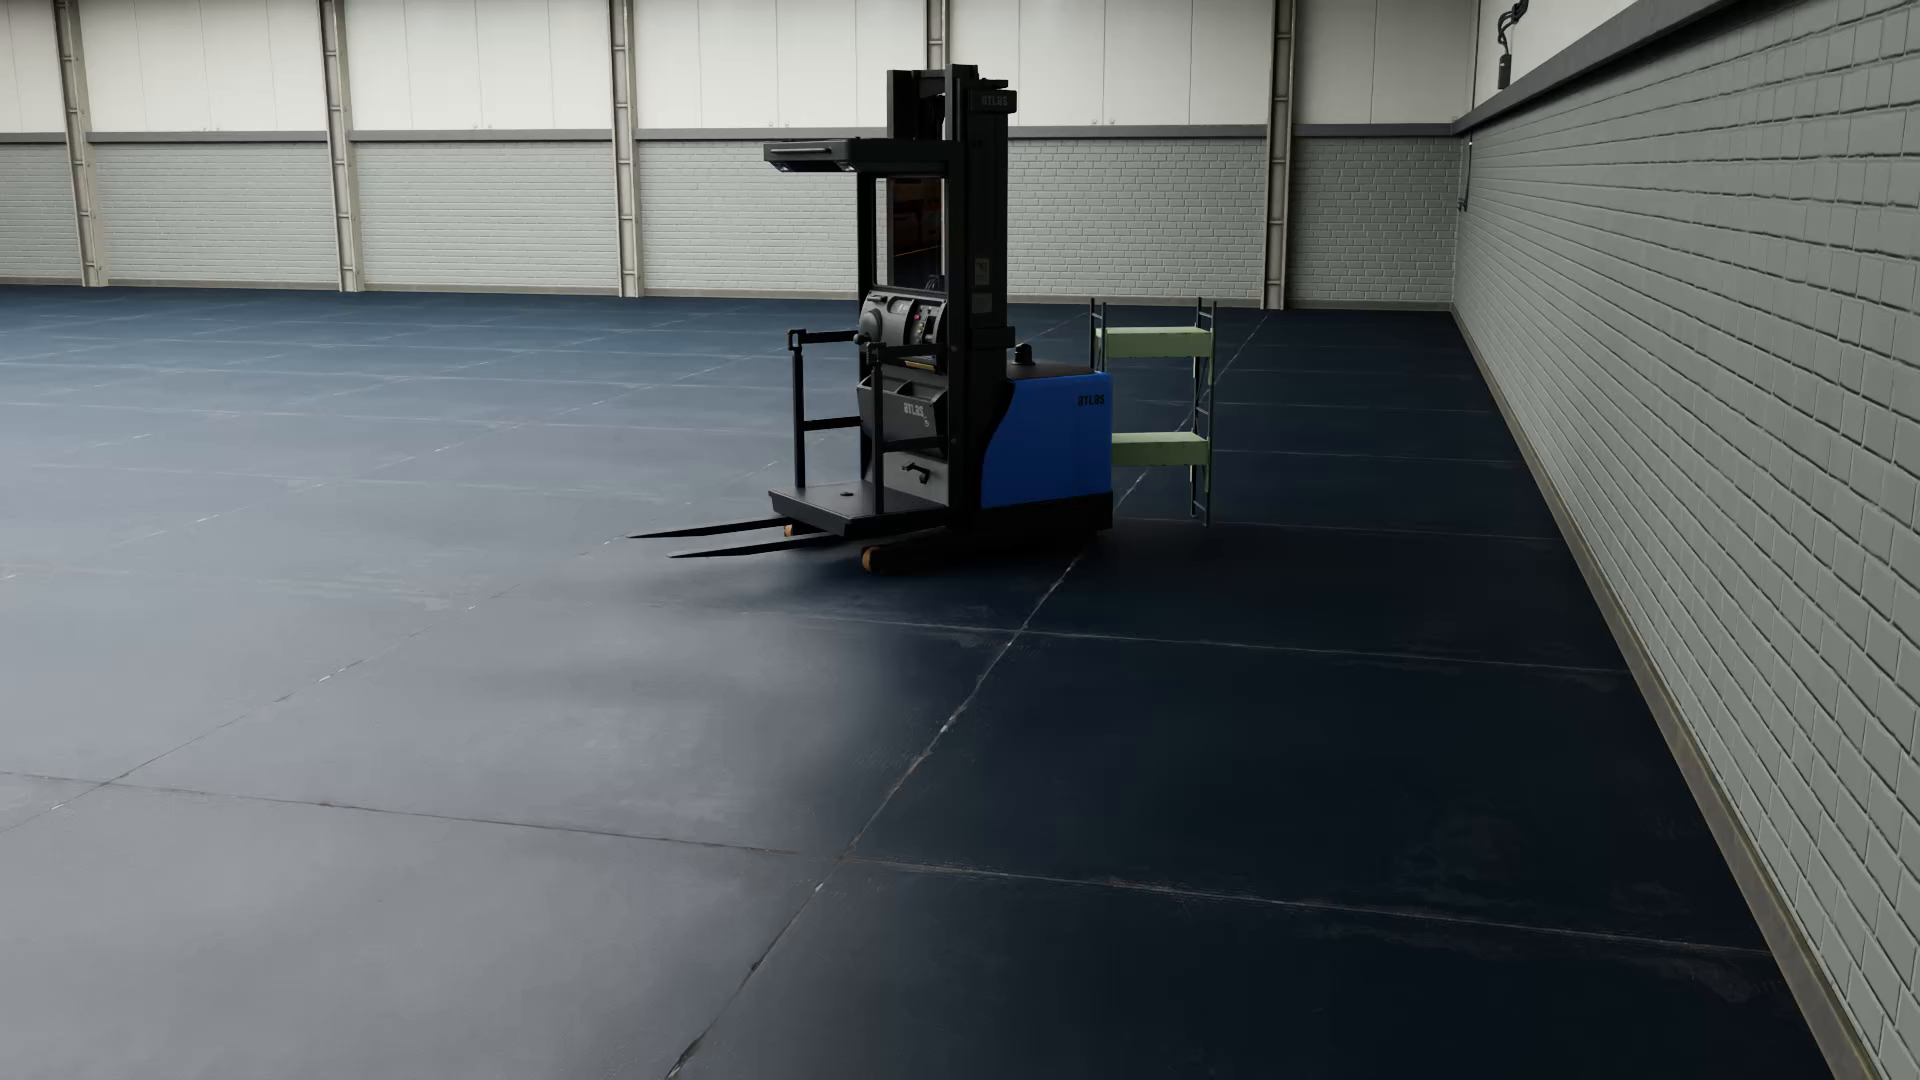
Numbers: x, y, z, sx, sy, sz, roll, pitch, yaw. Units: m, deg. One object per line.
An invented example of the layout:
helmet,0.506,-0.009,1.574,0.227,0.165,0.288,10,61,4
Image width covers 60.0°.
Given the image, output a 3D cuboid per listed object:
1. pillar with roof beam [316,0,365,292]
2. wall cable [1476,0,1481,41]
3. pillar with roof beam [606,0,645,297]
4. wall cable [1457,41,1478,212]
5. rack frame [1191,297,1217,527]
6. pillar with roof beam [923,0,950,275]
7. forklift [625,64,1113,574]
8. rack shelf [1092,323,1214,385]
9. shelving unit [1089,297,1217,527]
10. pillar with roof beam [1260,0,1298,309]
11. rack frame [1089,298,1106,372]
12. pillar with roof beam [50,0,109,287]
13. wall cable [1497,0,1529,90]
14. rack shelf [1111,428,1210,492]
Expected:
pillar with roof beam,-13.092,-8.433,27.968,0.400,9.000,9.100,3,13,14
wall cable,7.310,-8.354,23.121,0.112,2.526,3.097,3,13,14
pillar with roof beam,-7.267,-8.122,26.564,0.400,9.000,9.100,3,13,14
wall cable,7.958,-6.457,26.232,0.112,2.526,3.097,3,13,14
rack frame,1.632,-0.860,11.149,0.023,1.500,0.400,-2,13,-7
pillar with roof beam,-1.442,-7.810,25.161,0.400,9.000,9.100,3,13,14
forklift,-0.527,-1.357,10.084,3.031,2.935,1.130,-8,15,-32
rack shelf,1.269,-1.231,11.019,0.720,0.370,0.431,-2,13,-7
shelving unit,1.269,-0.850,11.103,0.755,1.500,0.431,-2,13,-7
pillar with roof beam,4.384,-7.499,23.758,0.400,9.000,9.100,3,13,14
rack frame,0.906,-0.840,11.058,0.023,1.500,0.400,-2,13,-7
pillar with roof beam,-18.917,-8.744,29.371,0.400,9.000,9.100,3,13,14
wall cable,5.669,-7.638,16.533,0.169,6.003,2.305,3,13,14
rack shelf,1.269,-0.532,11.174,0.720,0.370,0.431,-2,13,-7
